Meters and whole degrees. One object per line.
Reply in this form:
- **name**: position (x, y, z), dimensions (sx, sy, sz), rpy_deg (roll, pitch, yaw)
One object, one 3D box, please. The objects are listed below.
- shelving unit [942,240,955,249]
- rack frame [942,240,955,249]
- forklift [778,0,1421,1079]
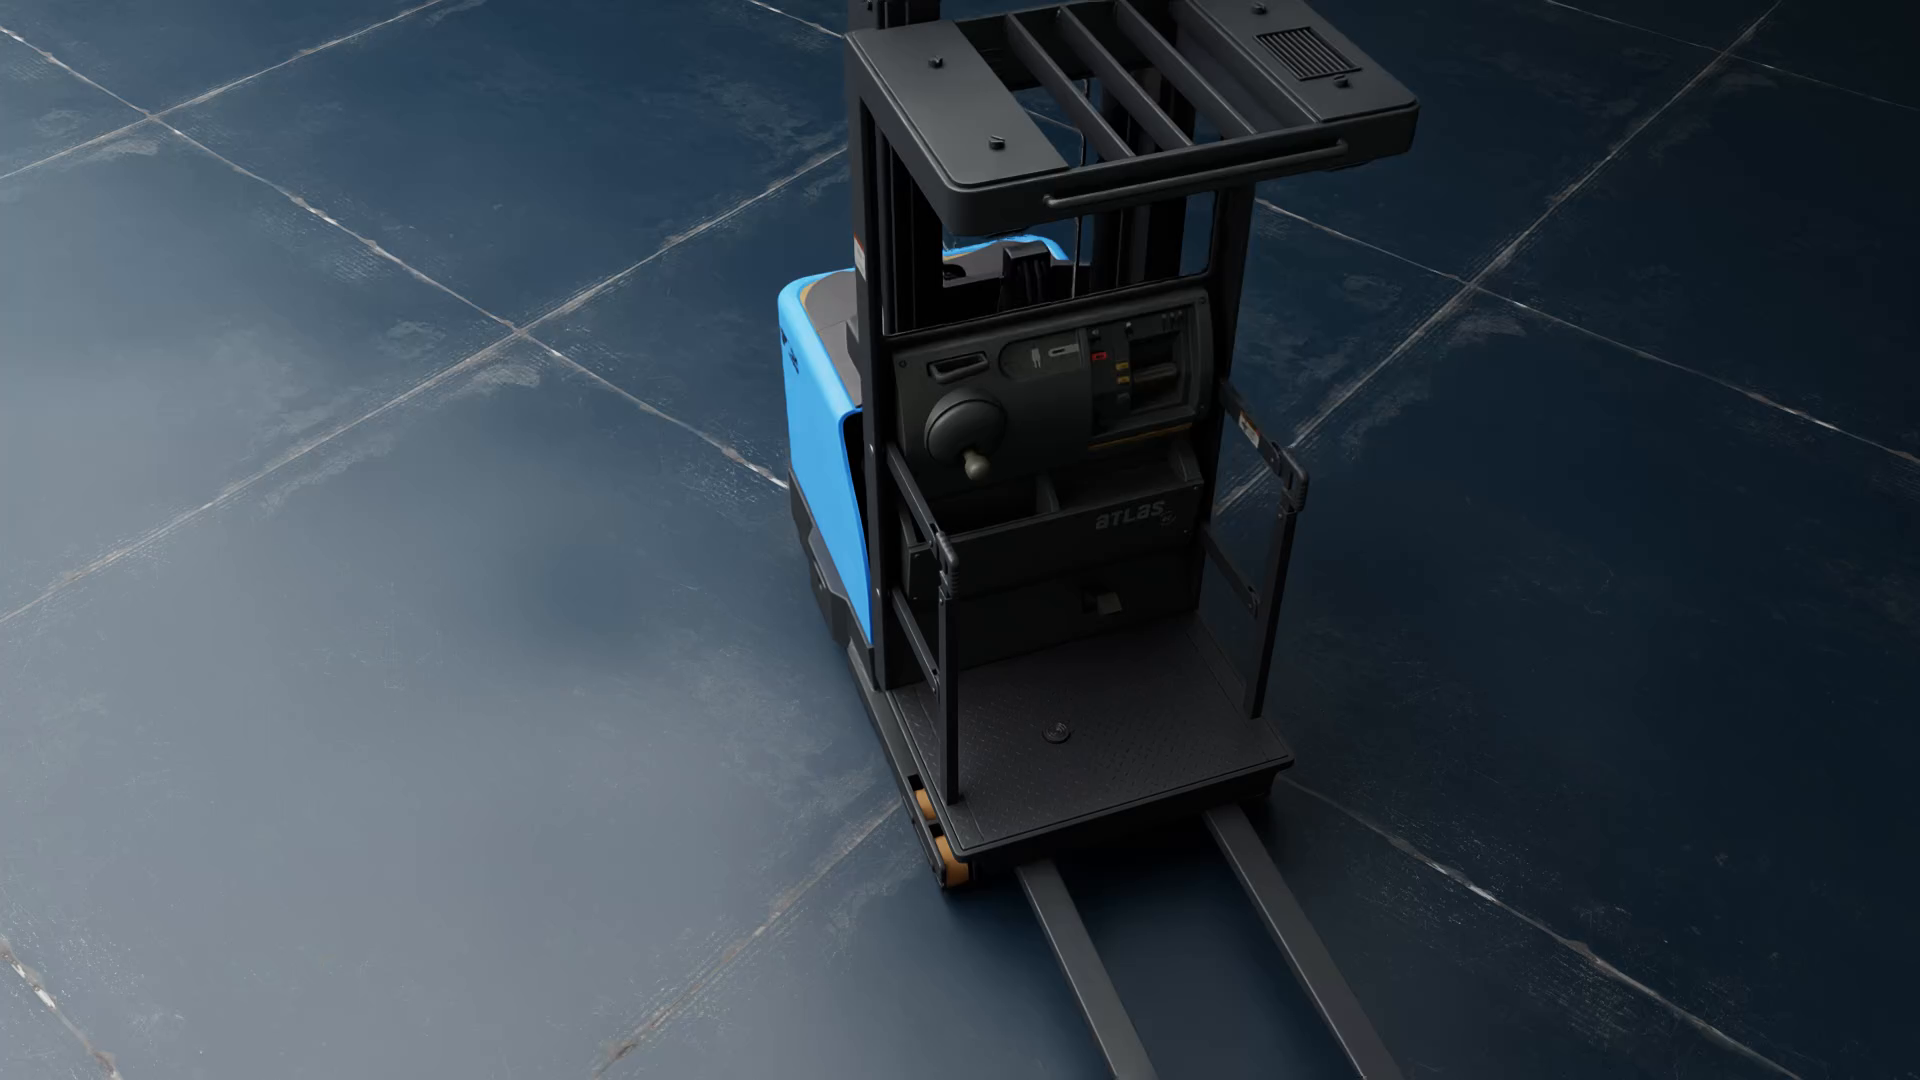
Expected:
- **shelving unit**: position (-0.169, -0.691, 6.229), dimensions (0.252, 1.050, 0.215), rpy_deg (-14, 44, -15)
- **rack frame**: position (-0.055, -0.719, 6.261), dimensions (0.008, 1.050, 0.200), rpy_deg (-14, 44, -15)
- **forklift**: position (0.344, -0.342, 4.447), dimensions (1.130, 2.935, 3.031), rpy_deg (-14, 44, -14)
